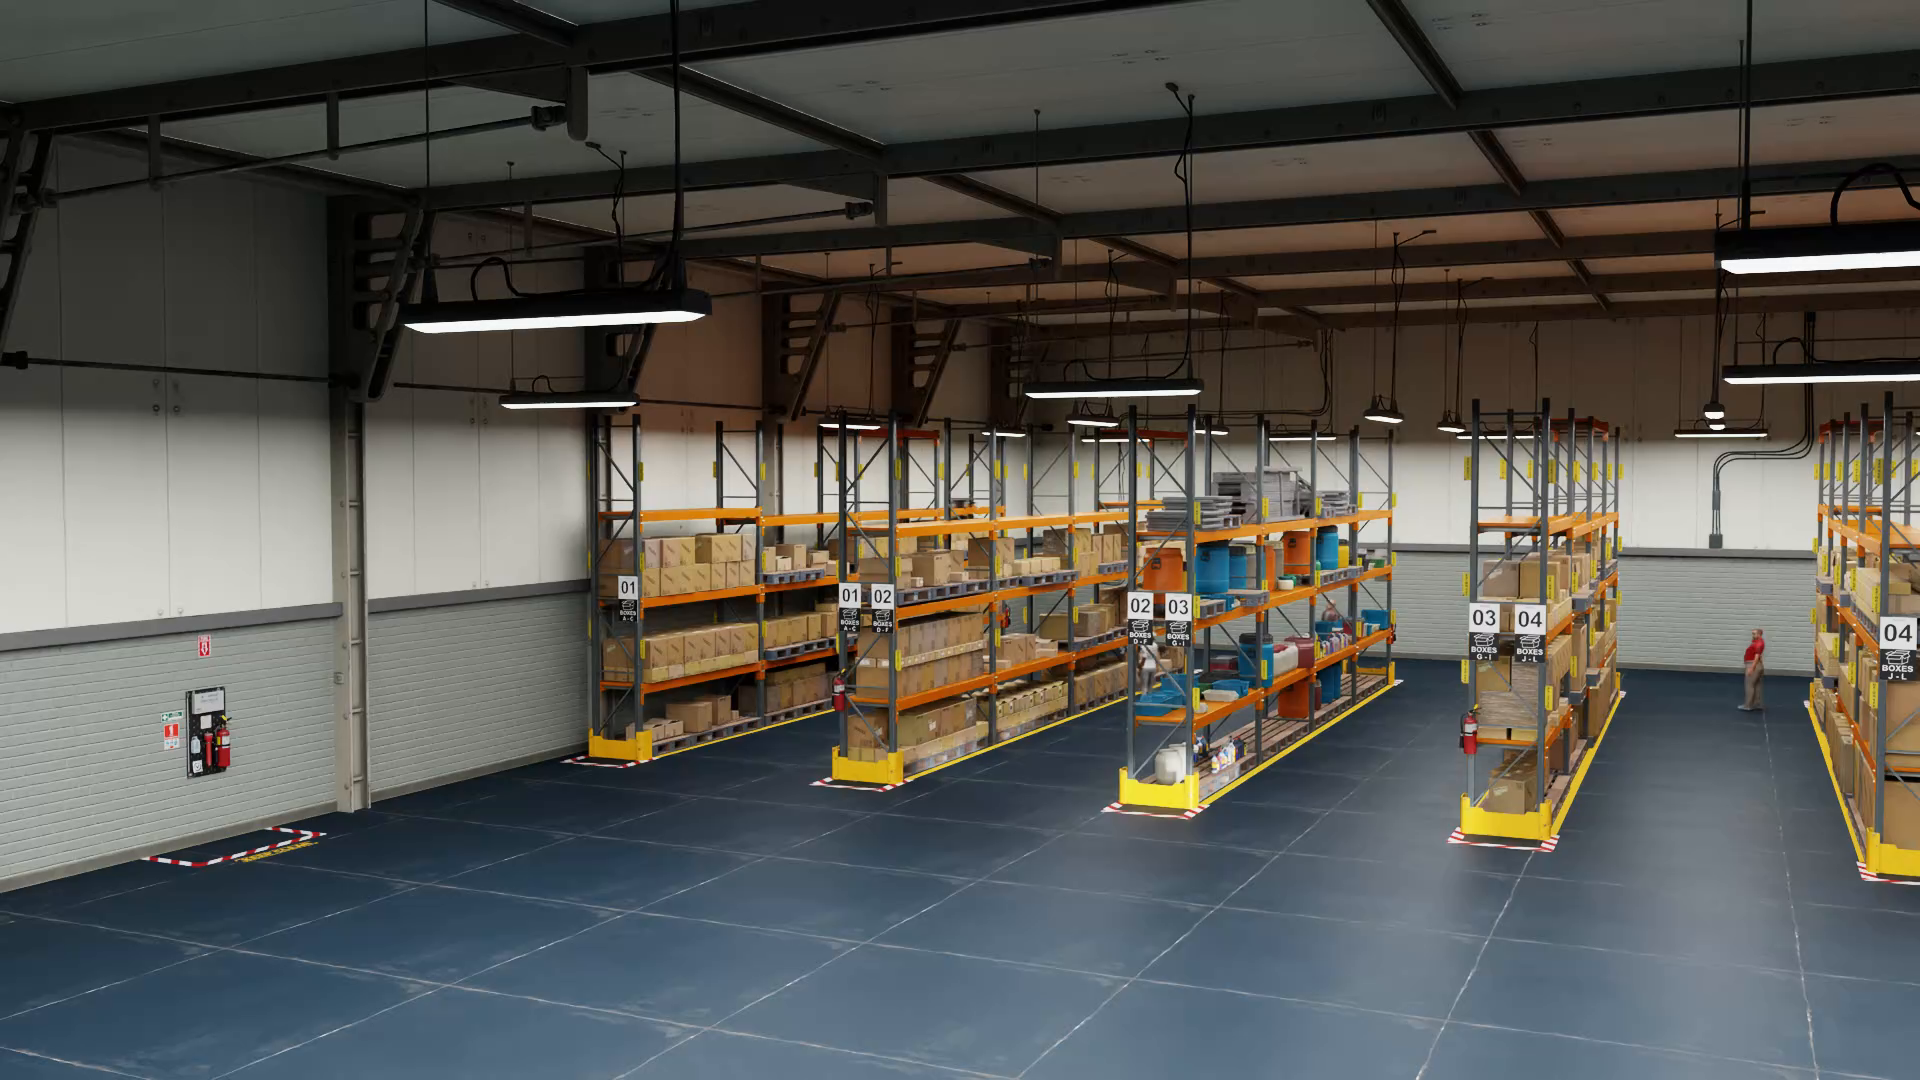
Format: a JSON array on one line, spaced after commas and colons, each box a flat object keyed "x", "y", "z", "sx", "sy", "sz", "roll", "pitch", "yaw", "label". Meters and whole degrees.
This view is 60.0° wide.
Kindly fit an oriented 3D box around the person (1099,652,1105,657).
[{"x": 3.454, "y": 2.402, "z": 41.570, "sx": 0.509, "sy": 1.780, "sz": 0.599, "roll": 1, "pitch": 2, "yaw": 18, "label": "person"}]

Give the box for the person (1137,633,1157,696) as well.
[{"x": 3.900, "y": 2.724, "z": 35.159, "sx": 0.465, "sy": 1.689, "sz": 0.632, "roll": -1, "pitch": 3, "yaw": -32, "label": "person"}]

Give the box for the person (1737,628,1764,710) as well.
[{"x": 16.614, "y": 2.709, "z": 34.894, "sx": 0.484, "sy": 1.727, "sz": 0.599, "roll": 2, "pitch": 3, "yaw": 38, "label": "person"}]

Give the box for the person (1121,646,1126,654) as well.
[{"x": 4.541, "y": 2.280, "z": 45.610, "sx": 0.574, "sy": 1.817, "sz": 0.442, "roll": 0, "pitch": 2, "yaw": 9, "label": "person"}]

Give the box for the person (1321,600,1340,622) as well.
[{"x": 9.269, "y": 2.387, "z": 41.864, "sx": 0.550, "sy": 1.734, "sz": 1.035, "roll": 1, "pitch": 3, "yaw": 24, "label": "person"}]
